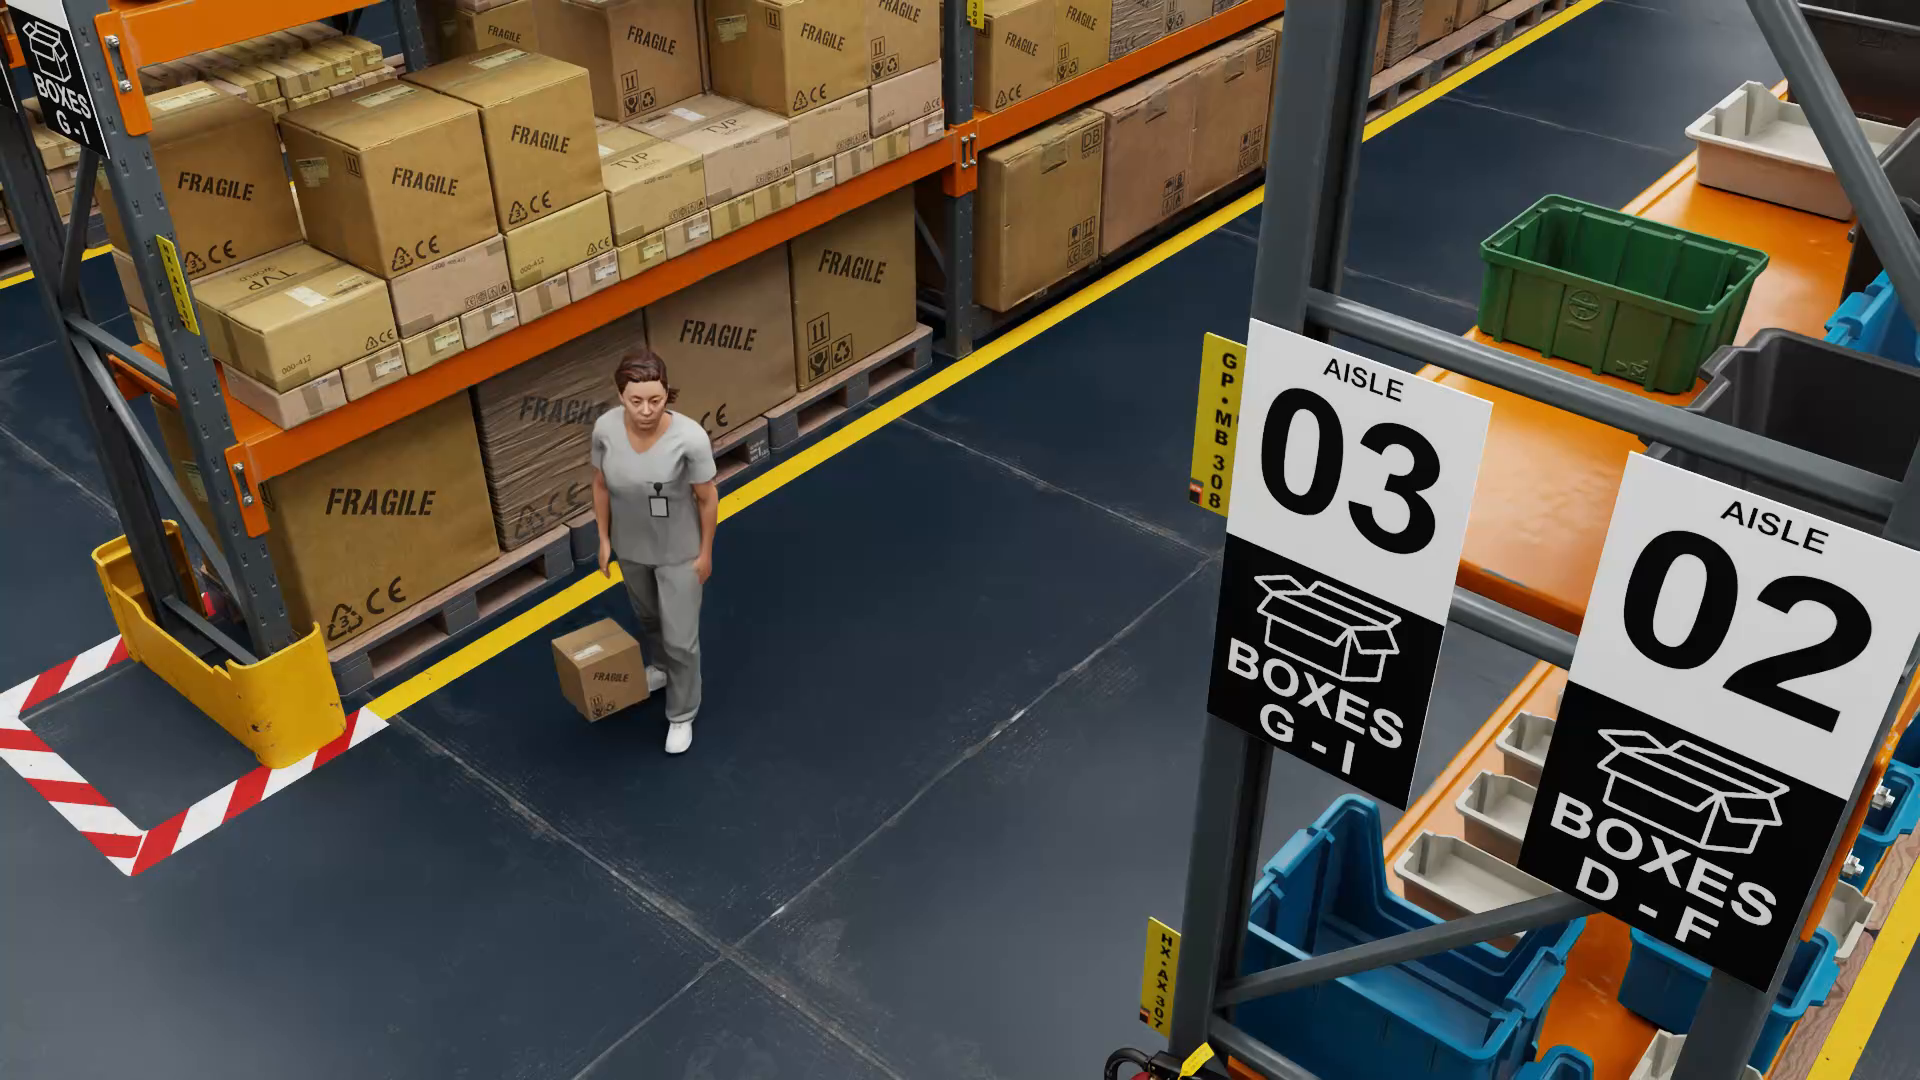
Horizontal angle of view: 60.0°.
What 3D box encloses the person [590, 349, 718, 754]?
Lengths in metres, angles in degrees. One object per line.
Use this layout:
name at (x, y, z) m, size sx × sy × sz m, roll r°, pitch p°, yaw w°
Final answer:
person at (-1.101, 0.002, 6.152) m, size 0.490 × 1.658 × 0.554 m, roll 8°, pitch 36°, yaw 11°
